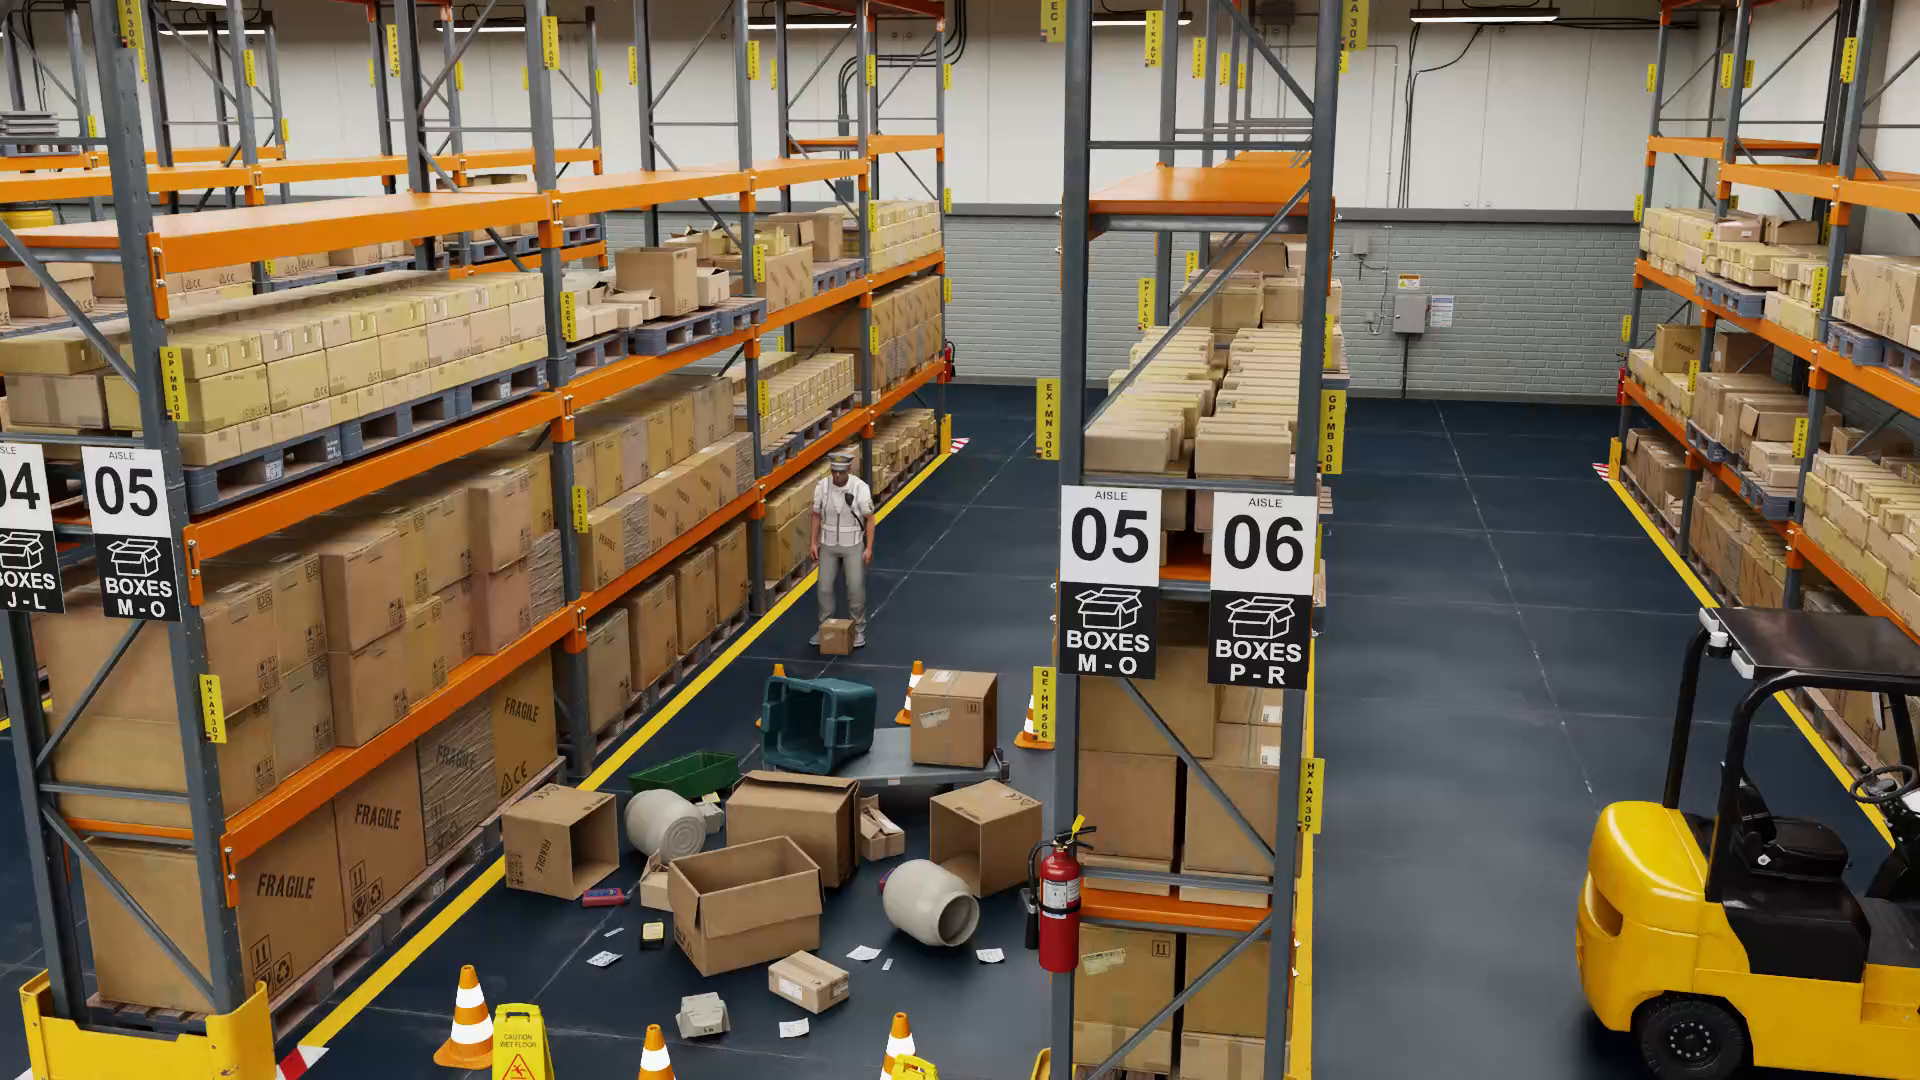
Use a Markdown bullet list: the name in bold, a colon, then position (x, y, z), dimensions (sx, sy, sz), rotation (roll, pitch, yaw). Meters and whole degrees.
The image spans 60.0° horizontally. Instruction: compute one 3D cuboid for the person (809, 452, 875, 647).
- **person**: position (-1.041, 0.060, 14.761), dimensions (0.587, 1.748, 0.437), rotation (3, 15, 12)
